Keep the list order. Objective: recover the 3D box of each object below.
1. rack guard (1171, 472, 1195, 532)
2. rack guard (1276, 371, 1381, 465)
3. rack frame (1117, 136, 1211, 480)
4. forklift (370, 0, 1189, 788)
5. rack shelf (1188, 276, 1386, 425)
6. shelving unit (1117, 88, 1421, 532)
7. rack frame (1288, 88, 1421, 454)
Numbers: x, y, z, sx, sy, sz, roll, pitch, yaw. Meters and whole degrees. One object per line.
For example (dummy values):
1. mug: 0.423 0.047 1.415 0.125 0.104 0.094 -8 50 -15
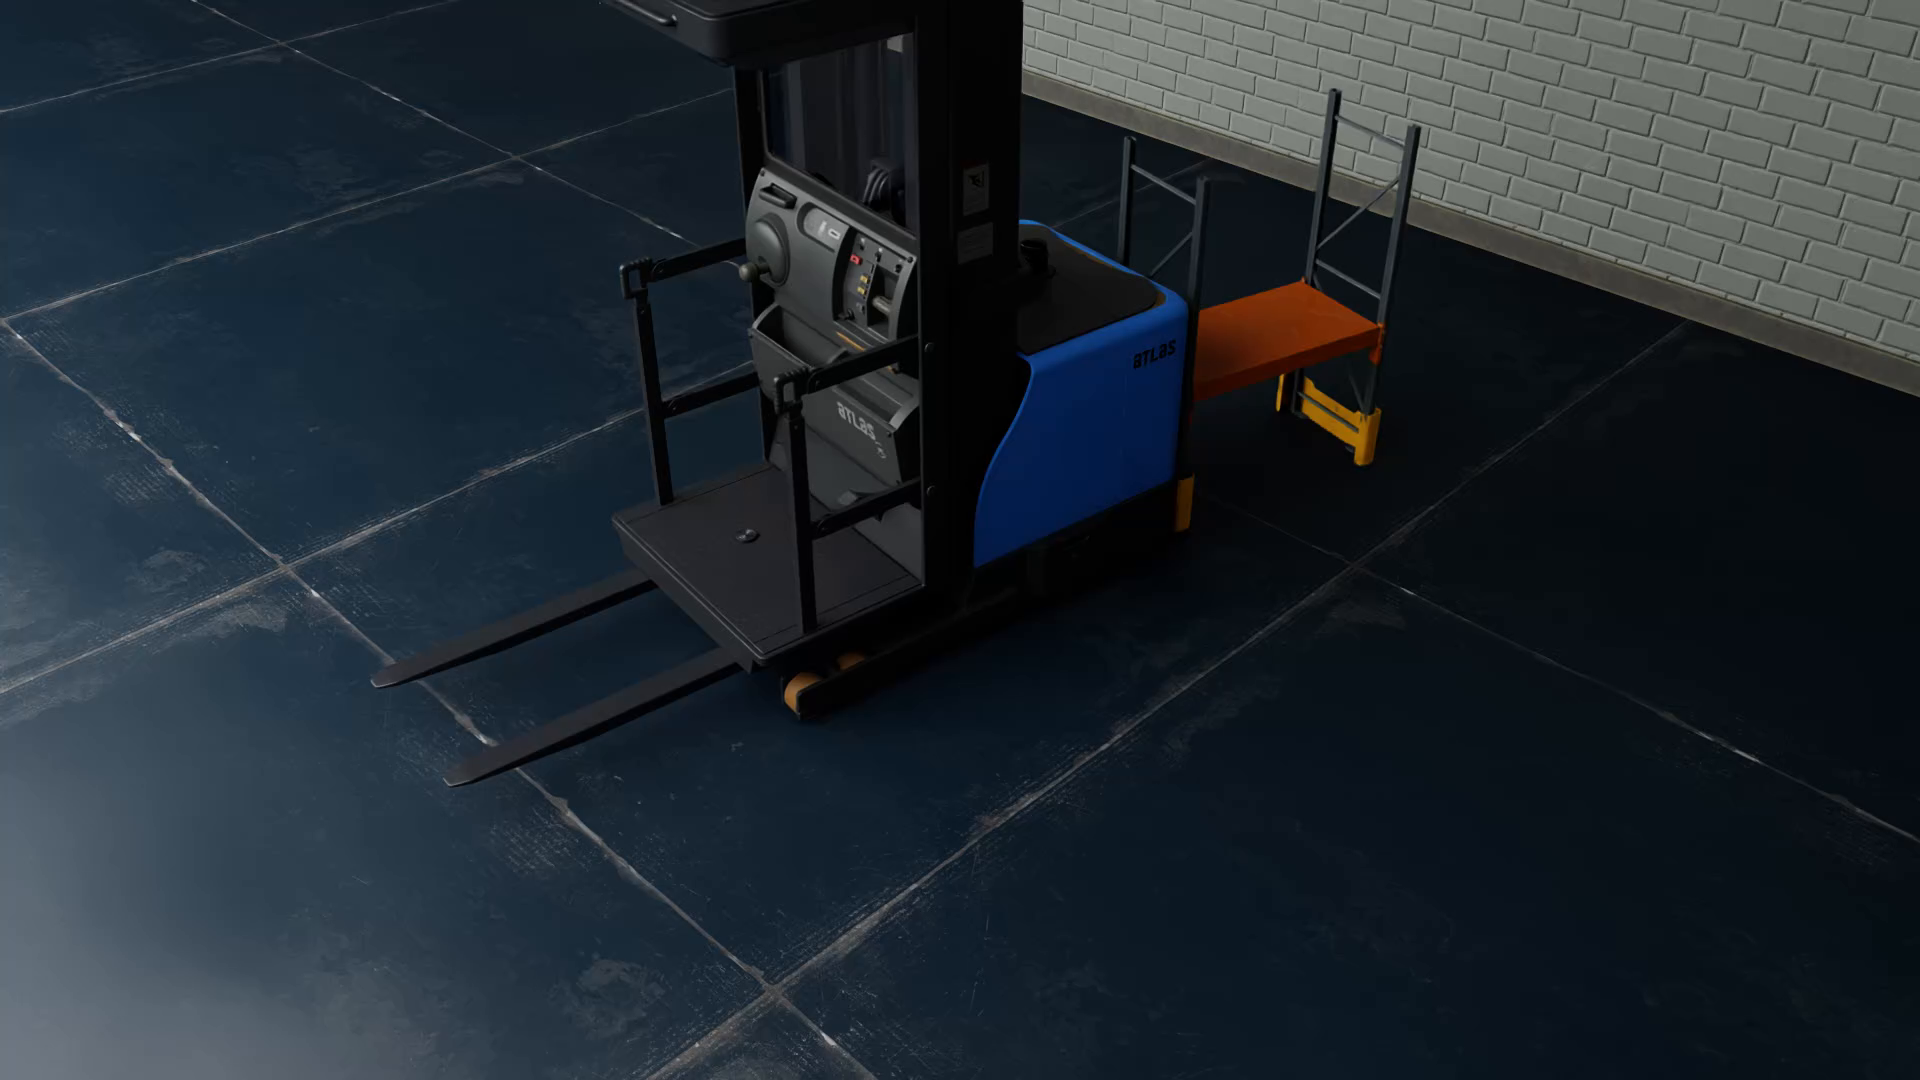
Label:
1. rack guard: 0.766 -0.288 6.944 0.087 0.250 0.587 -19 39 -25
2. rack guard: 1.623 -0.578 7.360 0.087 0.250 0.587 -19 39 -25
3. rack frame: 0.765 -0.800 6.586 0.032 1.500 0.500 -19 39 -25
4. forklift: -0.612 -0.919 5.505 3.031 2.935 1.130 -24 41 -30
5. rack shelf: 1.202 -0.801 6.901 1.000 0.185 0.538 -19 39 -25
6. shelving unit: 1.195 -0.945 6.794 1.083 1.500 0.587 -19 39 -25
7. rack frame: 1.640 -1.096 7.011 0.032 1.500 0.500 -19 39 -25
